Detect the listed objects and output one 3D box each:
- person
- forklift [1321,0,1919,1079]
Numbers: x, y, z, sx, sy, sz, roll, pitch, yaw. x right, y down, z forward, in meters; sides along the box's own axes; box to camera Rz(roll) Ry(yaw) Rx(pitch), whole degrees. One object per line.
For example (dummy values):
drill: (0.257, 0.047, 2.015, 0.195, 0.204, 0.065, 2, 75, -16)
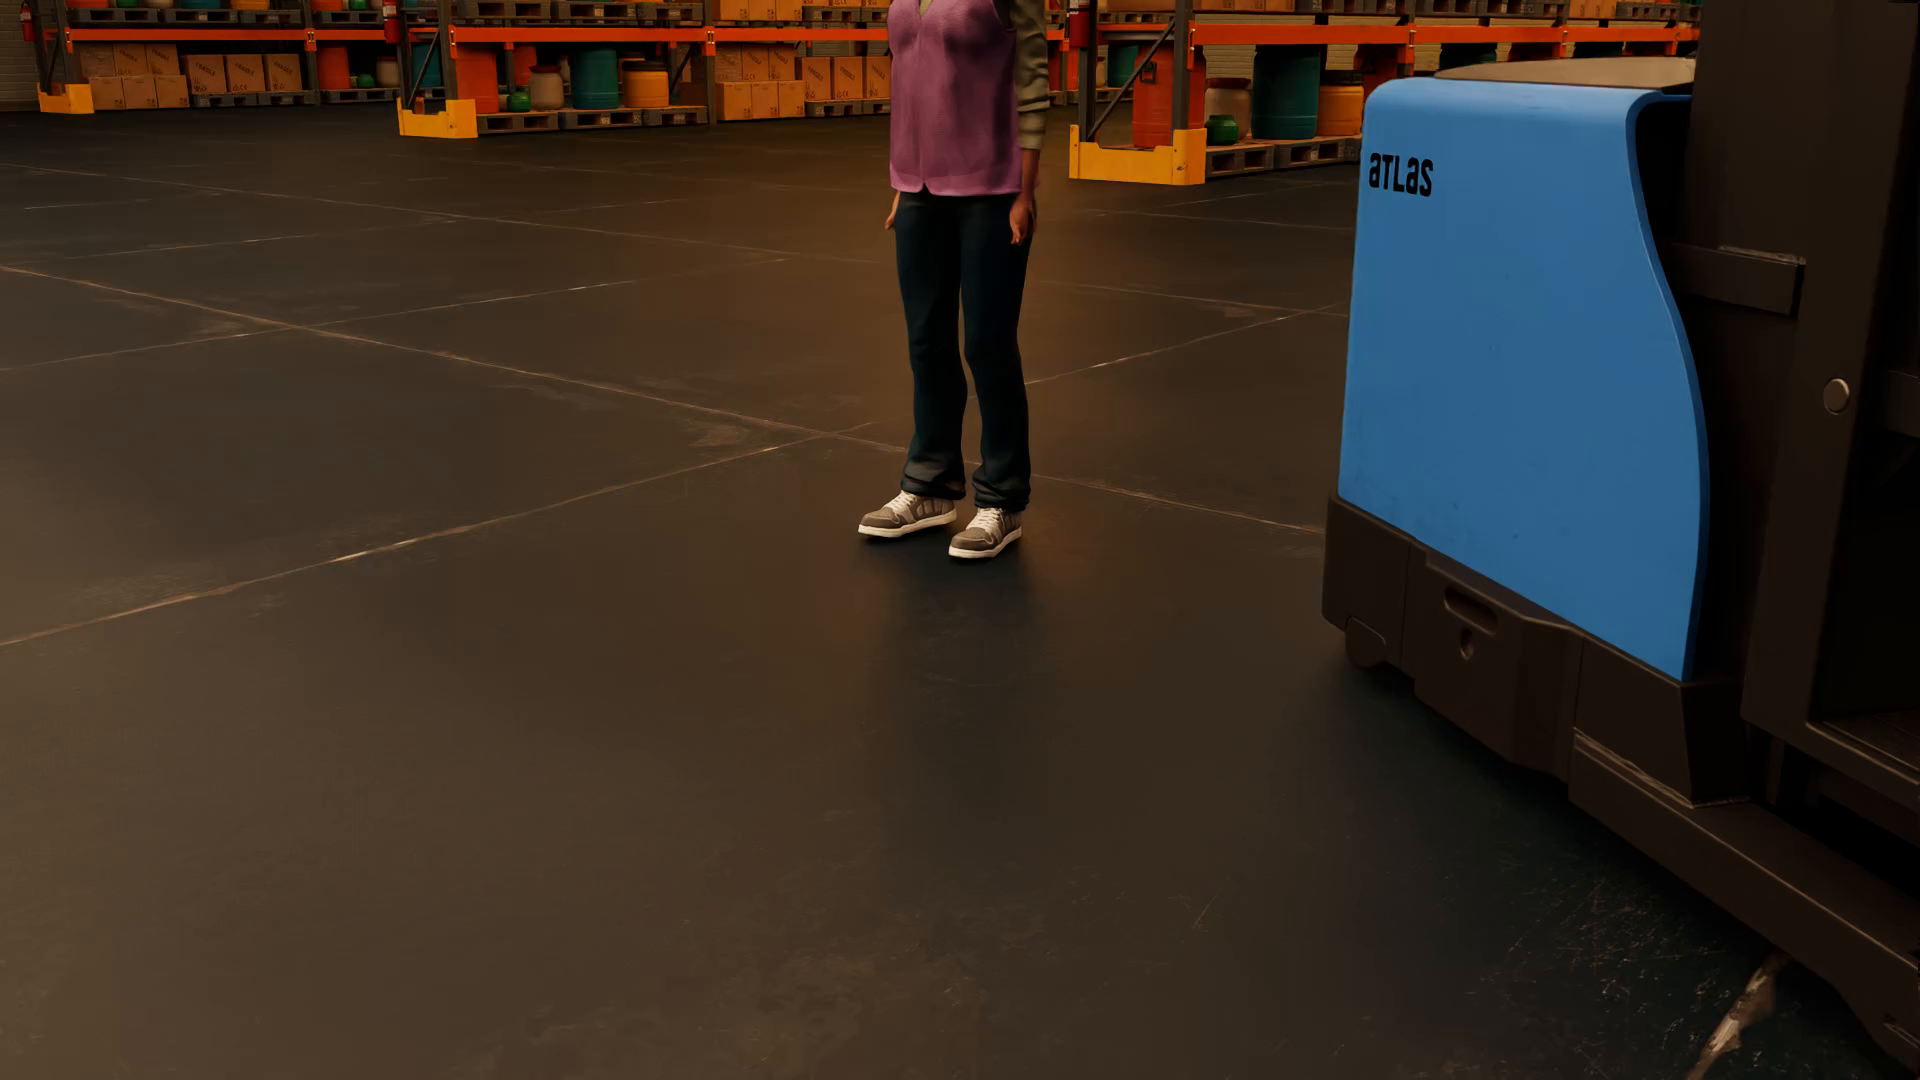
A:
person: (0.002, -0.764, 3.707, 0.409, 1.602, 0.327, 13, 21, 37)
forklift: (1.584, -0.826, 1.616, 1.130, 2.935, 3.031, -5, 17, -15)
